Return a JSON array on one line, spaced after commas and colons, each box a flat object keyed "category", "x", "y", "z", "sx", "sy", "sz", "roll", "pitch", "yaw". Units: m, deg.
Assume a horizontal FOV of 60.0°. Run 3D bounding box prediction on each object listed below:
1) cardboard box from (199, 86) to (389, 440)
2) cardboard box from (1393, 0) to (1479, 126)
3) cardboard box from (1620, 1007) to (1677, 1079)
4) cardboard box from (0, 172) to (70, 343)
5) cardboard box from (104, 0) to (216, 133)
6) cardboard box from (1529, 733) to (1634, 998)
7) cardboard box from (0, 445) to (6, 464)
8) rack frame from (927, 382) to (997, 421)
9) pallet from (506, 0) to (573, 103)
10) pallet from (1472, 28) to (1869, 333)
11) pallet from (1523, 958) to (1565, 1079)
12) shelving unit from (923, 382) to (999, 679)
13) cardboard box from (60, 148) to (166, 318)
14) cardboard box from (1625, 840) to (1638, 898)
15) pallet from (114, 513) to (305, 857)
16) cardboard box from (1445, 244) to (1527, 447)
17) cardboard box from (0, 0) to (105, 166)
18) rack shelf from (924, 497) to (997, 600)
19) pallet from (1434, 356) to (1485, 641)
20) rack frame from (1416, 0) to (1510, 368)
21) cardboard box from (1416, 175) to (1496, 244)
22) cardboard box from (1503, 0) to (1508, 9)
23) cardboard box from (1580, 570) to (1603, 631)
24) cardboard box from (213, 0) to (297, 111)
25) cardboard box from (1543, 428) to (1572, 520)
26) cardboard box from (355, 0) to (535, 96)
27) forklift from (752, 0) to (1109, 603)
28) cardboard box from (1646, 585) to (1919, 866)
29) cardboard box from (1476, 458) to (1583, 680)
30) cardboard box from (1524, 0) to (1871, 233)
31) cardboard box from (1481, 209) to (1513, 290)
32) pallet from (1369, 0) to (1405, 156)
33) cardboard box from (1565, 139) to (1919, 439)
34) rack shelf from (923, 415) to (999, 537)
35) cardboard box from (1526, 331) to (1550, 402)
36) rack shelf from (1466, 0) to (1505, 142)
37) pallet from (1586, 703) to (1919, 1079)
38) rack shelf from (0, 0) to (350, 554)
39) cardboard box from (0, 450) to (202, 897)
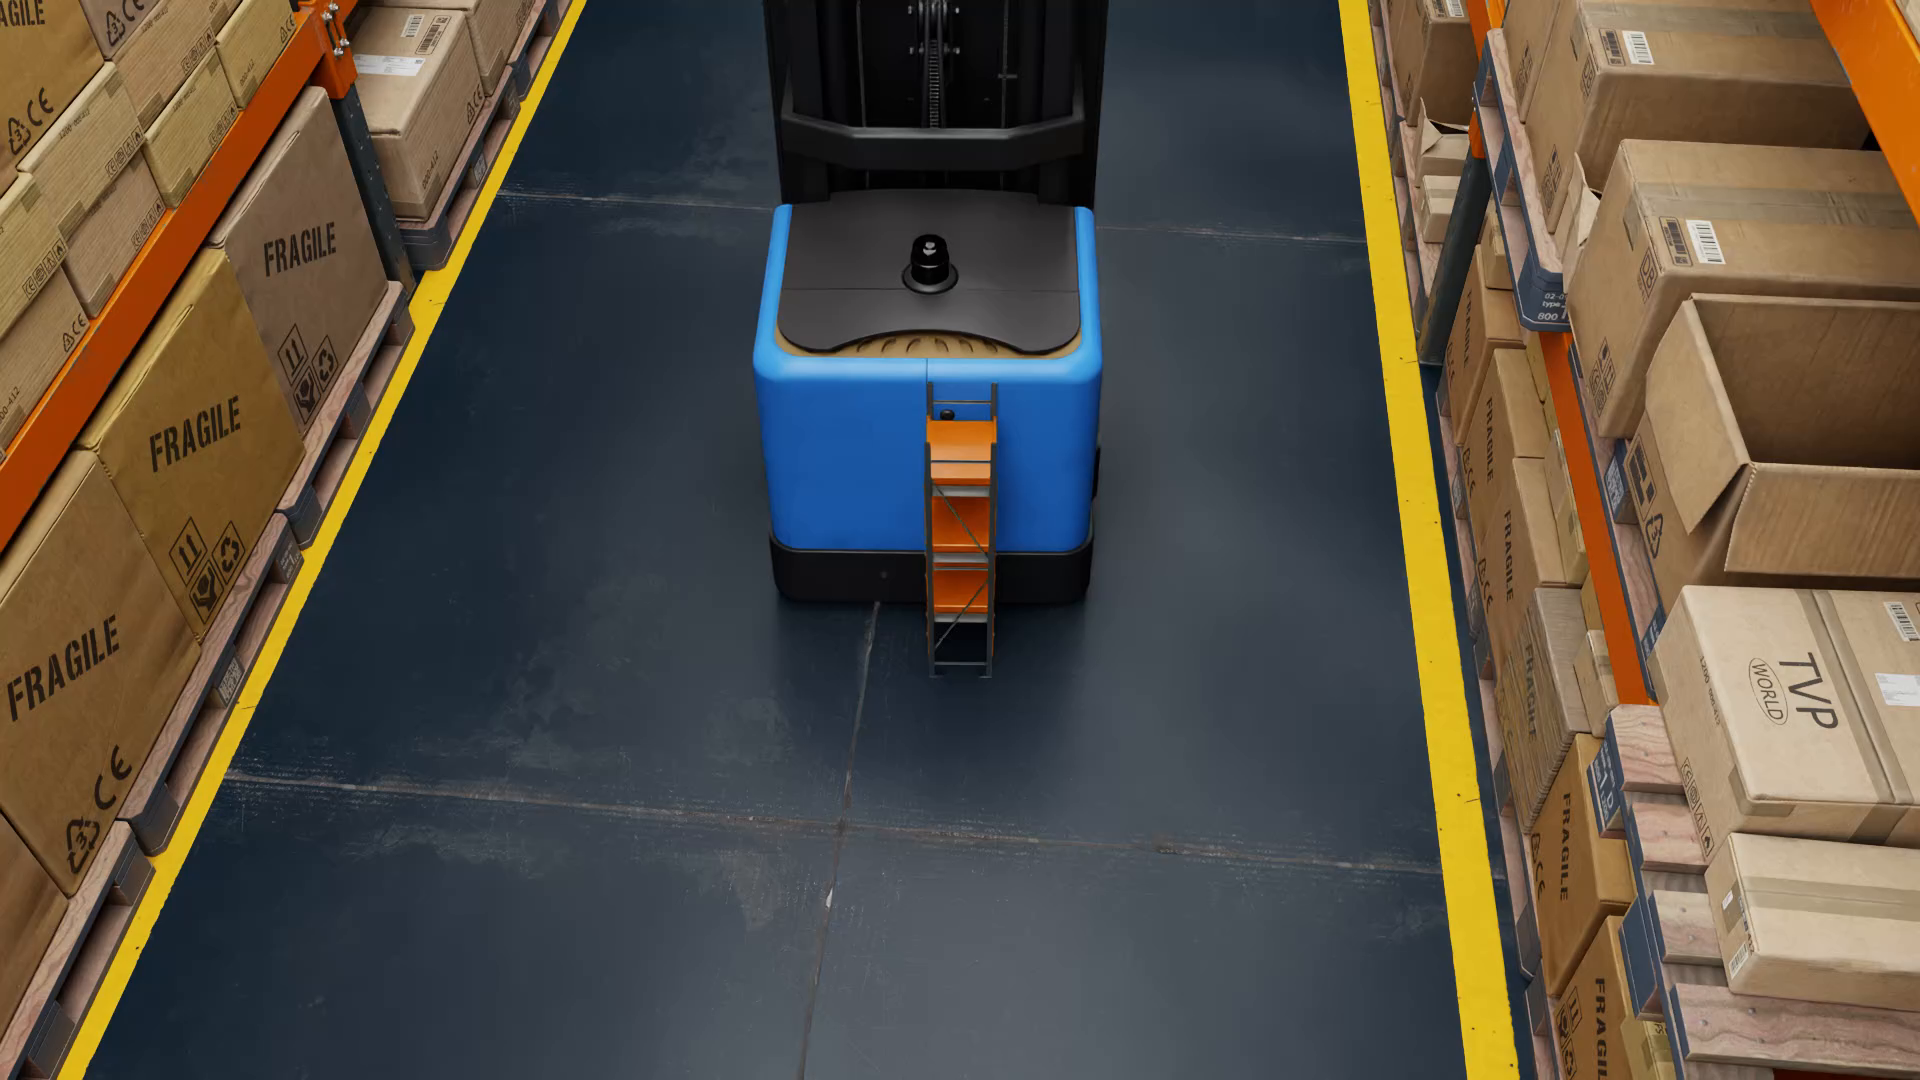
[{"category": "cardboard box", "x": -2.661, "y": -0.985, "z": 5.773, "sx": 0.875, "sy": 0.875, "sz": 0.875, "roll": 5, "pitch": 48, "yaw": 5}, {"category": "cardboard box", "x": 2.262, "y": -2.096, "z": 7.044, "sx": 0.700, "sy": 0.500, "sz": 0.500, "roll": 2, "pitch": 48, "yaw": 2}, {"category": "cardboard box", "x": 1.681, "y": 1.150, "z": 3.635, "sx": 0.380, "sy": 0.149, "sz": 0.250, "roll": 2, "pitch": 48, "yaw": 2}, {"category": "cardboard box", "x": -2.592, "y": -0.673, "z": 4.095, "sx": 0.500, "sy": 0.250, "sz": 0.500, "roll": 5, "pitch": 48, "yaw": 4}, {"category": "cardboard box", "x": -2.521, "y": -1.431, "z": 4.789, "sx": 0.500, "sy": 0.250, "sz": 0.500, "roll": 5, "pitch": 48, "yaw": 4}, {"category": "cardboard box", "x": 1.820, "y": 0.874, "z": 4.327, "sx": 0.500, "sy": 0.500, "sz": 0.500, "roll": 6, "pitch": 48, "yaw": 5}, {"category": "cardboard box", "x": -2.671, "y": -0.137, "z": 3.945, "sx": 0.500, "sy": 0.250, "sz": 0.500, "roll": 5, "pitch": 48, "yaw": 5}, {"category": "rack frame", "x": 0.005, "y": -0.092, "z": 5.123, "sx": 0.200, "sy": 1.050, "sz": 0.008, "roll": 1, "pitch": 48, "yaw": 1}, {"category": "pallet", "x": -2.429, "y": -2.532, "z": 7.923, "sx": 1.003, "sy": 0.211, "sz": 1.213, "roll": 4, "pitch": 48, "yaw": 4}, {"category": "pallet", "x": 2.077, "y": -1.045, "z": 4.803, "sx": 1.003, "sy": 0.211, "sz": 1.213, "roll": 4, "pitch": 48, "yaw": 4}, {"category": "pallet", "x": 2.000, "y": 1.644, "z": 4.103, "sx": 1.003, "sy": 0.211, "sz": 1.213, "roll": 4, "pitch": 48, "yaw": 4}, {"category": "shelving unit", "x": 0.003, "y": -0.002, "z": 5.041, "sx": 0.215, "sy": 1.050, "sz": 0.252, "roll": 1, "pitch": 48, "yaw": 1}, {"category": "cardboard box", "x": -2.587, "y": -0.880, "z": 4.624, "sx": 0.500, "sy": 0.250, "sz": 0.500, "roll": 3, "pitch": 48, "yaw": 2}, {"category": "cardboard box", "x": 1.818, "y": 0.768, "z": 3.984, "sx": 0.380, "sy": 0.149, "sz": 0.250, "roll": 5, "pitch": 48, "yaw": 5}, {"category": "pallet", "x": -2.788, "y": 0.391, "z": 5.249, "sx": 1.003, "sy": 0.211, "sz": 1.213, "roll": 4, "pitch": 48, "yaw": 4}, {"category": "cardboard box", "x": 1.991, "y": -0.648, "z": 5.719, "sx": 0.500, "sy": 0.500, "sz": 0.500, "roll": 6, "pitch": 48, "yaw": 5}, {"category": "cardboard box", "x": -2.581, "y": -1.295, "z": 4.156, "sx": 0.500, "sy": 0.500, "sz": 0.500, "roll": 5, "pitch": 48, "yaw": 5}, {"category": "rack shelf", "x": 0.003, "y": 0.005, "z": 5.048, "sx": 0.215, "sy": 0.259, "sz": 0.240, "roll": 1, "pitch": 48, "yaw": 1}, {"category": "pallet", "x": 2.222, "y": -0.149, "z": 5.743, "sx": 1.003, "sy": 0.211, "sz": 1.213, "roll": 4, "pitch": 48, "yaw": 4}, {"category": "rack frame", "x": 2.259, "y": -1.690, "z": 5.263, "sx": 1.000, "sy": 3.000, "sz": 0.127, "roll": 4, "pitch": 48, "yaw": 4}, {"category": "cardboard box", "x": 2.017, "y": -1.299, "z": 6.552, "sx": 0.380, "sy": 0.149, "sz": 0.250, "roll": 3, "pitch": 48, "yaw": 2}, {"category": "cardboard box", "x": 2.036, "y": -1.857, "z": 5.585, "sx": 0.380, "sy": 0.149, "sz": 0.250, "roll": 4, "pitch": 48, "yaw": 4}, {"category": "cardboard box", "x": 1.909, "y": 0.203, "z": 4.502, "sx": 0.380, "sy": 0.149, "sz": 0.250, "roll": 4, "pitch": 48, "yaw": 4}, {"category": "cardboard box", "x": -2.474, "y": -1.624, "z": 5.304, "sx": 0.500, "sy": 0.250, "sz": 0.500, "roll": 3, "pitch": 48, "yaw": 3}, {"category": "cardboard box", "x": 1.929, "y": -0.180, "z": 4.851, "sx": 0.380, "sy": 0.149, "sz": 0.250, "roll": 4, "pitch": 48, "yaw": 3}, {"category": "cardboard box", "x": -2.440, "y": -2.410, "z": 7.373, "sx": 0.875, "sy": 0.438, "sz": 0.875, "roll": 3, "pitch": 48, "yaw": 2}, {"category": "forklift", "x": -0.073, "y": -1.854, "z": 5.459, "sx": 1.130, "sy": 2.935, "sz": 3.031, "roll": 1, "pitch": 48, "yaw": 1}, {"category": "cardboard box", "x": 1.668, "y": 0.361, "z": 3.204, "sx": 0.500, "sy": 0.250, "sz": 0.500, "roll": 2, "pitch": 48, "yaw": 2}, {"category": "cardboard box", "x": 1.902, "y": 0.111, "z": 5.025, "sx": 0.500, "sy": 0.500, "sz": 0.500, "roll": 3, "pitch": 48, "yaw": 2}, {"category": "cardboard box", "x": 1.945, "y": -1.144, "z": 4.412, "sx": 0.700, "sy": 0.500, "sz": 0.500, "roll": 4, "pitch": 48, "yaw": 4}, {"category": "cardboard box", "x": 1.961, "y": -0.961, "z": 5.566, "sx": 0.380, "sy": 0.149, "sz": 0.250, "roll": 6, "pitch": 48, "yaw": 5}, {"category": "pallet", "x": 2.431, "y": -2.152, "z": 7.576, "sx": 1.003, "sy": 0.211, "sz": 1.213, "roll": 4, "pitch": 48, "yaw": 4}, {"category": "cardboard box", "x": 1.873, "y": -0.568, "z": 3.884, "sx": 0.700, "sy": 0.500, "sz": 0.500, "roll": 4, "pitch": 48, "yaw": 3}, {"category": "rack shelf", "x": 0.003, "y": -0.187, "z": 4.839, "sx": 0.215, "sy": 0.259, "sz": 0.240, "roll": 1, "pitch": 48, "yaw": 1}, {"category": "cardboard box", "x": 2.001, "y": -0.563, "z": 5.202, "sx": 0.380, "sy": 0.149, "sz": 0.250, "roll": 2, "pitch": 48, "yaw": 2}, {"category": "rack shelf", "x": 2.441, "y": -2.917, "z": 6.873, "sx": 1.077, "sy": 0.370, "sz": 4.000, "roll": 4, "pitch": 48, "yaw": 4}, {"category": "pallet", "x": 1.886, "y": 0.811, "z": 3.105, "sx": 1.213, "sy": 0.211, "sz": 1.003, "roll": 4, "pitch": 48, "yaw": 4}, {"category": "rack shelf", "x": -2.867, "y": -0.309, "z": 4.487, "sx": 1.077, "sy": 0.370, "sz": 4.000, "roll": 4, "pitch": 48, "yaw": 4}, {"category": "cardboard box", "x": -2.818, "y": 0.336, "z": 4.565, "sx": 0.875, "sy": 0.875, "sz": 0.875, "roll": 4, "pitch": 48, "yaw": 4}]
